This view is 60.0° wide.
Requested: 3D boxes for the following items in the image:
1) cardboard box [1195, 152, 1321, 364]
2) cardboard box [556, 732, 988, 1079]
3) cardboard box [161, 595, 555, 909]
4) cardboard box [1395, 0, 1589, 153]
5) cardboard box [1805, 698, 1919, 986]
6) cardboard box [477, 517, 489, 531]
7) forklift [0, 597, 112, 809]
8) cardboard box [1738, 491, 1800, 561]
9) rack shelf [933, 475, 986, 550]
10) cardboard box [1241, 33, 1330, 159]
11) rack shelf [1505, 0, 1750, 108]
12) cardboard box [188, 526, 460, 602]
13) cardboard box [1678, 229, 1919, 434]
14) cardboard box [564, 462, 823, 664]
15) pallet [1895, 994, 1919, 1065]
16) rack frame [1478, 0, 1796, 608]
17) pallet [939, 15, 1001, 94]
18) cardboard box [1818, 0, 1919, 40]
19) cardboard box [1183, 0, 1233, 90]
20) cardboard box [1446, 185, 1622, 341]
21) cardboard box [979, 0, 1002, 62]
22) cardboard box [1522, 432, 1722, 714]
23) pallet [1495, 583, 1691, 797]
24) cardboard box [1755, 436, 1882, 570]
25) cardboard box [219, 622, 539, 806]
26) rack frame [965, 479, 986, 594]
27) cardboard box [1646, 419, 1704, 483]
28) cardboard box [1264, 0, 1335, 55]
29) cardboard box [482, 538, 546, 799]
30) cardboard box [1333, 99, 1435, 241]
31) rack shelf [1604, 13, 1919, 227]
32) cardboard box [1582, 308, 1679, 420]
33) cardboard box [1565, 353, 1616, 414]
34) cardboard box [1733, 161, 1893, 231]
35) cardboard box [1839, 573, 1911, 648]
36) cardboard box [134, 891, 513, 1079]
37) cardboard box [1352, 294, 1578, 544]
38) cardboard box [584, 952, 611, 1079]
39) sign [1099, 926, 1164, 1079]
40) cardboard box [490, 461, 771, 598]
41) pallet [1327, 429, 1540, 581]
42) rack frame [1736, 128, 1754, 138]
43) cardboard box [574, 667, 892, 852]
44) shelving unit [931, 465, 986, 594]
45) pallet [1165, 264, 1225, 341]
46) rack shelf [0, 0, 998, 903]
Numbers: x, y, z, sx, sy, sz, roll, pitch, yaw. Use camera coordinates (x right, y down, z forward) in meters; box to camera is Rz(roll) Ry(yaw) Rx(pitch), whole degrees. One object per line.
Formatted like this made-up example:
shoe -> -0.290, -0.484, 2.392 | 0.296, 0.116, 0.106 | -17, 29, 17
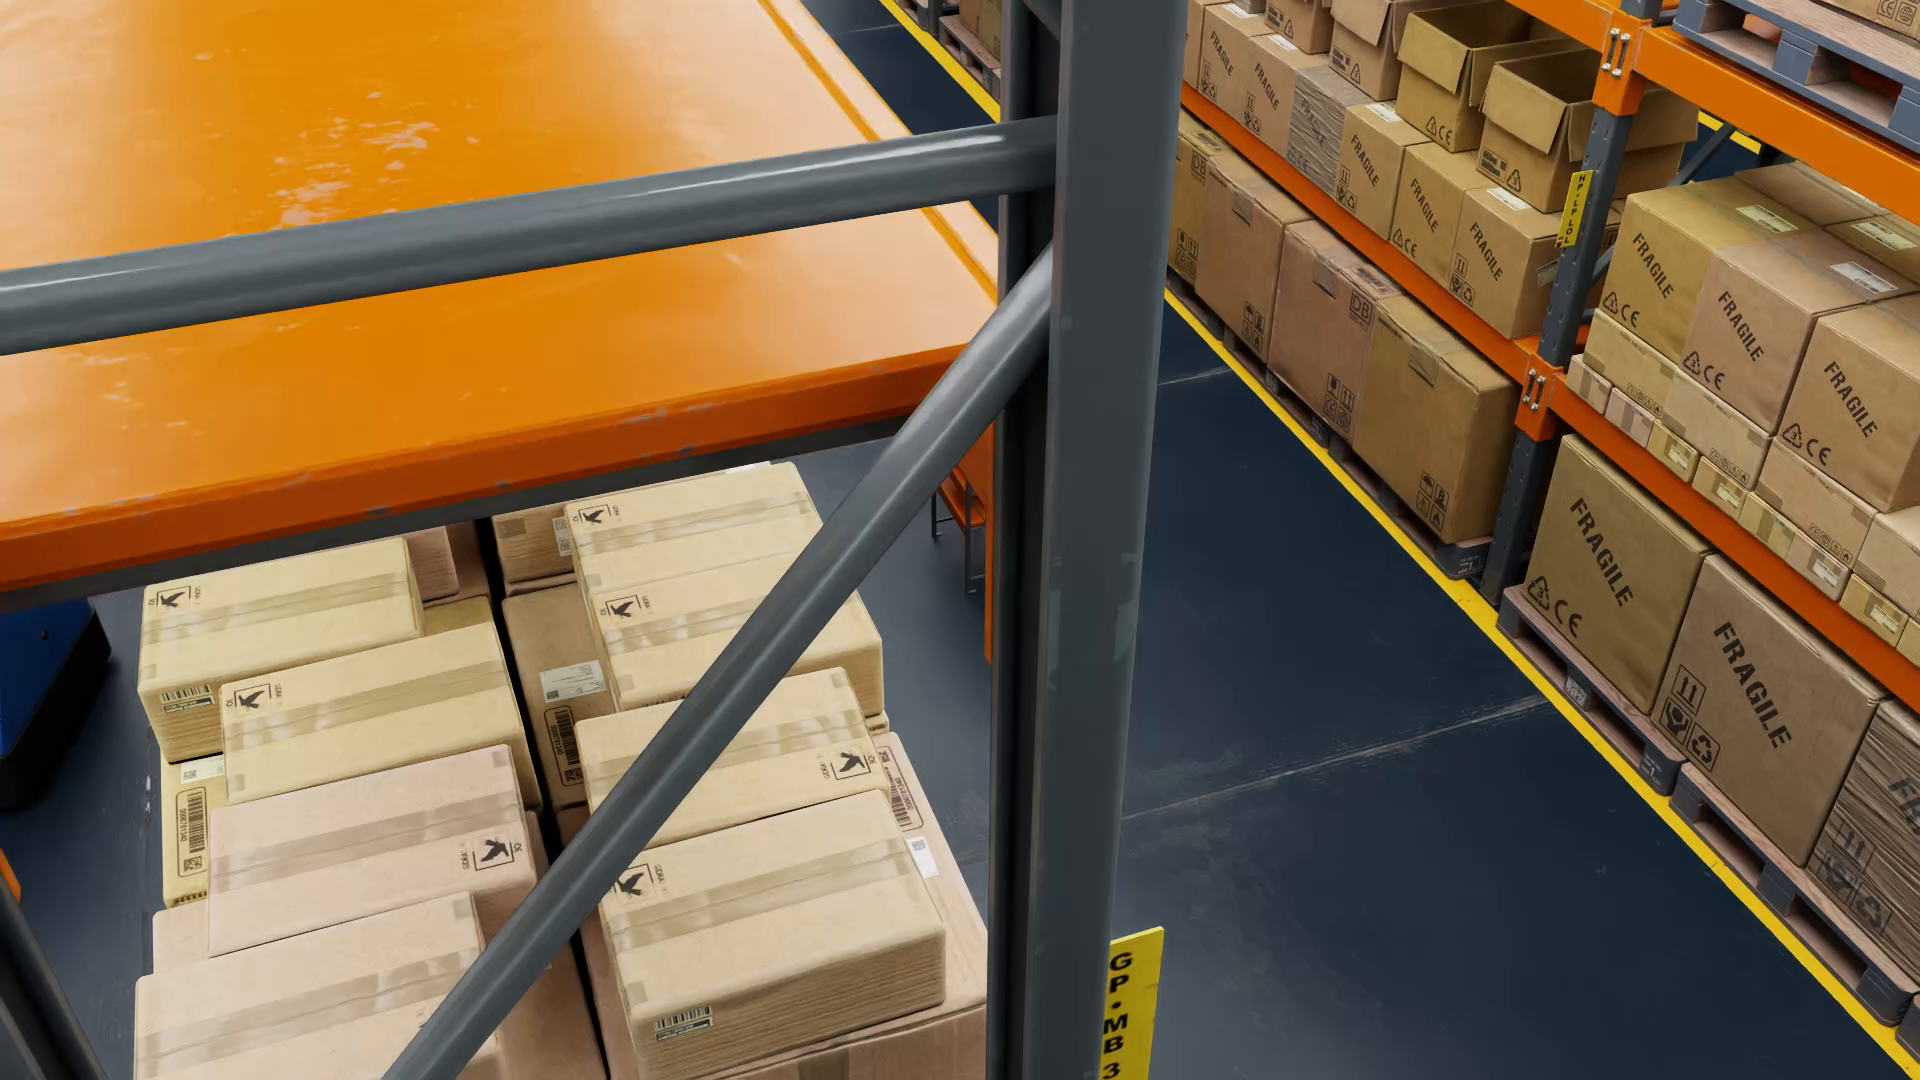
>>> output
cardboard box -> 2.118, -1.695, 9.485 | 1.225, 0.875, 0.875 | -12, 39, -16
cardboard box -> -0.249, 0.568, 2.279 | 0.500, 0.250, 0.500 | -12, 39, -15
cardboard box -> -0.913, 0.380, 2.529 | 0.500, 0.250, 0.500 | -13, 39, -17
cardboard box -> 2.524, -2.205, 7.828 | 0.797, 0.503, 0.637 | -12, 39, -15
cardboard box -> 3.745, 1.066, 5.819 | 0.875, 0.875, 0.875 | -12, 39, -16
cardboard box -> -1.250, -0.198, 3.296 | 0.500, 0.250, 0.500 | -14, 39, -18
forklift -> -5.329, -0.305, 6.279 | 3.031, 2.935, 1.130 | -1, 37, -2
cardboard box -> 3.128, -0.090, 6.145 | 0.380, 0.149, 0.250 | -13, 39, -17
rack shelf -> 0.057, -0.173, 7.985 | 0.258, 0.148, 0.480 | -12, 39, -16
cardboard box -> 1.871, -2.405, 8.927 | 0.500, 0.500, 0.500 | -13, 39, -17
rack shelf -> 2.289, -3.056, 7.980 | 1.077, 0.370, 4.000 | -12, 39, -16
cardboard box -> -1.034, 0.003, 2.698 | 0.380, 0.149, 0.250 | -13, 39, -17
cardboard box -> 3.064, -0.771, 6.095 | 0.500, 0.500, 0.500 | -12, 39, -16
cardboard box -> -0.415, 0.033, 2.658 | 0.380, 0.149, 0.250 | -12, 39, -15
pallet -> 4.005, 1.922, 5.583 | 1.003, 0.211, 1.213 | -12, 39, -16
rack frame -> 2.977, -1.016, 7.166 | 1.000, 3.000, 0.127 | -12, 39, -16
pallet -> 0.493, -3.982, 13.421 | 1.003, 0.211, 1.213 | -12, 39, -16
cardboard box -> 3.303, -2.032, 5.506 | 0.700, 0.500, 0.500 | -15, 39, -19
cardboard box -> 1.512, -2.984, 9.696 | 0.500, 0.500, 0.500 | -11, 38, -15
cardboard box -> 2.559, -1.263, 7.411 | 0.500, 0.500, 0.500 | -12, 39, -16
cardboard box -> 0.561, -4.088, 12.956 | 0.700, 0.500, 0.500 | -13, 39, -16
cardboard box -> 3.129, 0.055, 7.162 | 0.875, 0.875, 0.875 | -12, 39, -16
pallet -> 3.165, 0.544, 7.413 | 1.003, 0.211, 1.213 | -12, 39, -16
cardboard box -> 3.243, -0.181, 5.936 | 0.500, 0.250, 0.500 | -12, 38, -15
cardboard box -> -0.811, 0.285, 2.323 | 0.380, 0.149, 0.250 | -14, 39, -17
rack frame -> 0.141, -0.248, 7.642 | 0.240, 1.200, 0.015 | -12, 39, -16
cardboard box -> 2.948, -0.382, 6.534 | 0.380, 0.149, 0.250 | -11, 38, -14
cardboard box -> 2.058, -2.931, 8.791 | 0.797, 0.503, 0.637 | -12, 39, -15
cardboard box -> -0.620, 0.182, 3.207 | 0.500, 0.250, 0.500 | -14, 39, -17
cardboard box -> 2.209, -1.838, 8.174 | 0.500, 0.500, 0.500 | -13, 39, -16
rack shelf -> 3.665, -0.797, 4.980 | 1.077, 0.370, 4.000 | -12, 39, -16
cardboard box -> 2.893, -0.755, 6.697 | 0.500, 0.250, 0.500 | -13, 39, -17
cardboard box -> 2.766, -0.679, 6.928 | 0.380, 0.149, 0.250 | -12, 39, -16
cardboard box -> 3.386, -1.170, 6.624 | 0.500, 0.500, 0.500 | -11, 38, -15
cardboard box -> 3.304, 0.201, 5.759 | 0.380, 0.149, 0.250 | -14, 39, -17
cardboard box -> -0.729, 0.590, 1.919 | 0.380, 0.149, 0.250 | -13, 39, -16
cardboard box -> 2.738, -0.692, 8.153 | 1.225, 0.875, 0.875 | -12, 39, -16
cardboard box -> -0.253, 0.769, 2.428 | 0.500, 0.250, 0.500 | -11, 38, -14
sign -> 0.171, 0.554, 1.862 | 0.100, 0.325, 0.005 | -12, 39, -16
cardboard box -> -0.589, -0.008, 3.044 | 0.500, 0.250, 0.500 | -12, 39, -15
pallet -> 2.641, -0.322, 8.563 | 1.003, 0.211, 1.213 | -12, 39, -16
rack frame -> 6.251, -4.301, 11.527 | 1.000, 3.000, 0.127 | -12, 39, -16
cardboard box -> -0.307, 0.339, 2.252 | 0.380, 0.149, 0.250 | -11, 38, -14
shelving unit -> 0.057, -0.386, 7.825 | 0.258, 1.200, 0.503 | -12, 39, -16
pallet -> 1.801, -1.700, 10.393 | 1.003, 0.211, 1.213 | -12, 39, -16
rack shelf -> -1.027, -1.024, 2.791 | 1.077, 0.370, 4.000 | -12, 39, -16
